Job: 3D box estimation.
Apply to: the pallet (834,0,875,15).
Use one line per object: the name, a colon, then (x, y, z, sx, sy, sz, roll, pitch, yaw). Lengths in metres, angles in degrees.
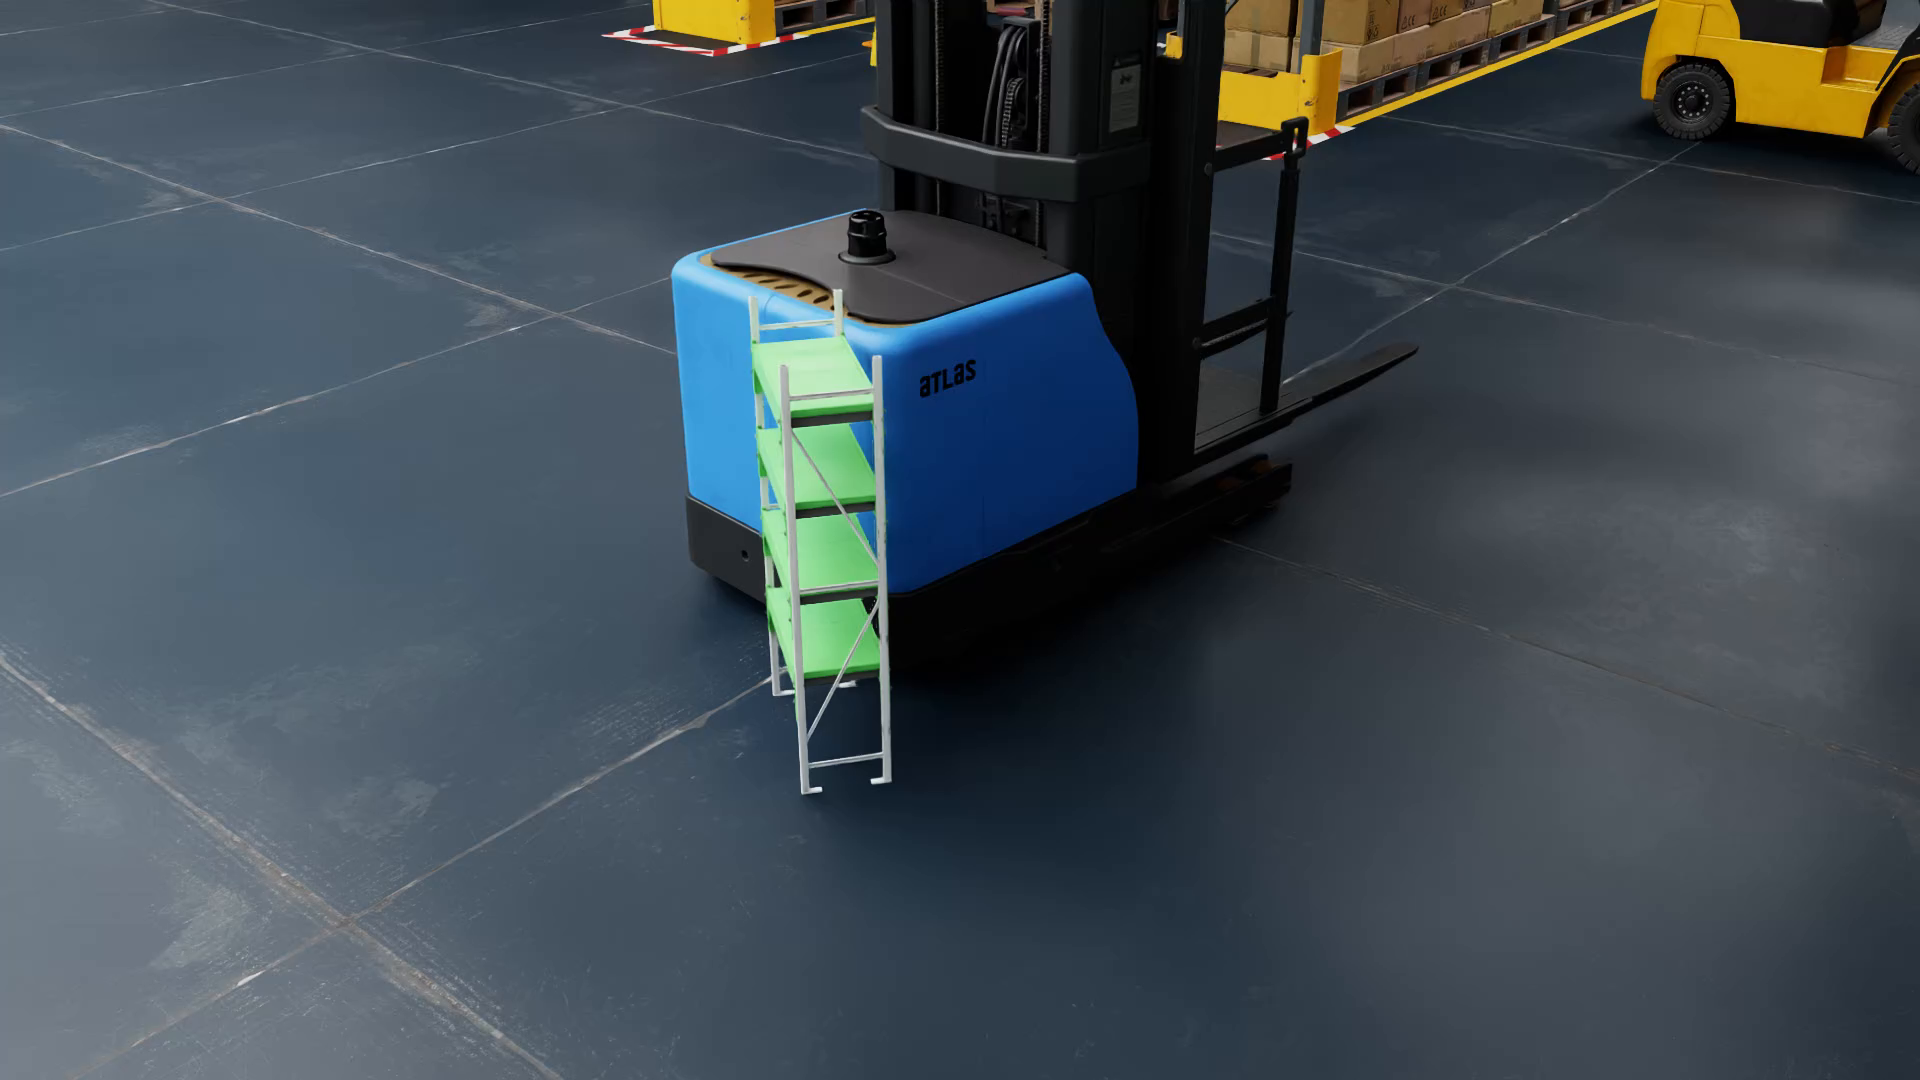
pallet: (-0.791, -5.030, 15.150, 1.003, 0.211, 1.213, 21, 34, 34)

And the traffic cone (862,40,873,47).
traffic cone: (-0.582, -4.178, 13.229, 0.336, 0.463, 0.334, 21, 34, 34)

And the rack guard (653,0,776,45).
rack guard: (-2.031, -4.413, 13.643, 1.175, 0.500, 0.348, 21, 34, 34)

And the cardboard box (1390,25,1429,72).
cardboard box: (2.925, -3.470, 11.635, 0.500, 0.250, 0.500, 22, 35, 36)

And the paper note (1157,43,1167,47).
paper note: (1.589, -3.971, 13.312, 0.142, 0.019, 0.148, -15, 31, -27)

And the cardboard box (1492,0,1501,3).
cardboard box: (3.921, -4.368, 12.555, 0.500, 0.500, 0.500, 21, 34, 35)

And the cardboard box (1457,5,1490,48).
cardboard box: (3.586, -3.846, 12.361, 0.500, 0.250, 0.500, 21, 34, 35)

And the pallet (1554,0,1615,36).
pallet: (4.906, -4.577, 14.274, 1.003, 0.211, 1.213, 21, 34, 34)

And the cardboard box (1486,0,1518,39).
cardboard box: (3.913, -4.025, 12.707, 0.500, 0.250, 0.500, 20, 33, 33)

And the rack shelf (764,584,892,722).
rack shelf: (-0.361, 0.280, 4.470, 0.258, 0.148, 0.480, -7, 28, -13)

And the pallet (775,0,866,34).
pallet: (-1.568, -4.600, 14.318, 1.003, 0.211, 1.213, 21, 34, 34)

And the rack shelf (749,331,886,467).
rack shelf: (-0.361, -0.359, 4.139, 0.258, 0.148, 0.480, -7, 28, -13)

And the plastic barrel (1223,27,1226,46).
plastic barrel: (2.014, -4.151, 13.220, 0.421, 0.421, 0.512, -5, 28, -9)

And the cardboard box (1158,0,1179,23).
cardboard box: (1.620, -4.769, 14.180, 0.797, 0.637, 0.503, 21, 34, 34)

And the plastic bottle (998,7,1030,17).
plastic bottle: (0.481, -4.591, 14.463, 0.283, 0.061, 0.133, 9, 29, 17)

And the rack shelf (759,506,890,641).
rack shelf: (-0.361, 0.067, 4.360, 0.258, 0.148, 0.480, -7, 28, -13)

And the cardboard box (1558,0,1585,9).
cardboard box: (4.744, -4.745, 13.967, 0.950, 0.372, 0.625, 21, 34, 35)

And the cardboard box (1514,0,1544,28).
cardboard box: (4.244, -4.216, 13.077, 0.500, 0.250, 0.500, 23, 35, 37)

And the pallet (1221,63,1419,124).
pallet: (2.460, -3.187, 11.587, 1.003, 0.211, 1.213, 21, 34, 34)

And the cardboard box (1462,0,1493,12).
cardboard box: (3.597, -4.187, 12.205, 0.500, 0.500, 0.500, 23, 35, 37)

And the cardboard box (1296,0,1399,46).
cardboard box: (2.609, -3.633, 11.134, 0.500, 0.500, 0.500, 19, 33, 33)

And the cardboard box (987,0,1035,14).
cardboard box: (0.333, -4.991, 14.756, 0.500, 0.500, 0.500, -21, 34, -35)

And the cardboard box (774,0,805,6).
cardboard box: (-1.636, -5.034, 13.979, 0.875, 0.875, 0.875, 21, 34, 35)

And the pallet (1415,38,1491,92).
pallet: (3.237, -3.618, 12.420, 1.003, 0.211, 1.213, 21, 34, 34)

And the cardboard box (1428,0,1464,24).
cardboard box: (3.264, -3.995, 11.834, 0.500, 0.500, 0.500, 22, 34, 35)

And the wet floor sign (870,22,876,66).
wet floor sign: (-0.507, -3.897, 12.487, 0.267, 0.644, 0.232, 15, 31, 26)

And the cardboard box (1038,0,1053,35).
cardboard box: (1.032, -4.375, 13.565, 0.797, 0.503, 0.637, 0, 27, 0)

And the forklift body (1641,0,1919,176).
forklift body: (5.499, -3.500, 10.081, 2.313, 2.155, 1.214, 21, 34, 34)

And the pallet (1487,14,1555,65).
pallet: (4.012, -4.052, 13.259, 1.003, 0.211, 1.213, 21, 34, 34)

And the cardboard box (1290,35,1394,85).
cardboard box: (2.594, -3.291, 11.289, 0.500, 0.250, 0.500, 20, 34, 34)

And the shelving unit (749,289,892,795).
shelving unit: (-0.361, 0.010, 4.330, 0.258, 1.200, 0.503, -7, 28, -13)

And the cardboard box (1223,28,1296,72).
cardboard box: (2.190, -3.460, 11.615, 0.500, 0.250, 0.500, 21, 34, 34)

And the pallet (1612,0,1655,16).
pallet: (5.682, -5.012, 15.114, 1.003, 0.211, 1.213, 21, 34, 34)

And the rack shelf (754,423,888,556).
rack shelf: (-0.361, -0.146, 4.249, 0.258, 0.148, 0.480, -7, 28, -13)

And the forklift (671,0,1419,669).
forklift: (0.529, -1.504, 5.374, 3.031, 2.935, 1.130, -24, 36, -38)

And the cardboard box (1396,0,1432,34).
cardboard box: (2.938, -3.820, 11.495, 0.500, 0.500, 0.500, 19, 33, 33)

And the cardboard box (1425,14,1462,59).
cardboard box: (3.262, -3.667, 12.016, 0.500, 0.250, 0.500, 24, 35, 38)

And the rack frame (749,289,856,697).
rack frame: (-0.421, -0.098, 4.540, 0.240, 1.200, 0.015, -7, 28, -13)

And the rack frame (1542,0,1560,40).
rack frame: (4.412, -5.539, 13.099, 1.000, 3.000, 0.127, 21, 34, 34)

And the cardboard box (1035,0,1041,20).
cardboard box: (0.856, -4.588, 14.236, 0.258, 0.266, 0.396, -21, 34, -35)

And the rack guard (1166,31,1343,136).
rack guard: (1.916, -3.038, 10.984, 1.175, 0.500, 0.348, 21, 34, 34)

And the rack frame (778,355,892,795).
rack frame: (-0.300, 0.119, 4.120, 0.240, 1.200, 0.015, -7, 28, -13)

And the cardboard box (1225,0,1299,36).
cardboard box: (2.176, -3.780, 11.417, 0.500, 0.500, 0.500, 21, 34, 35)

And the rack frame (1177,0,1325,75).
rack frame: (1.868, -4.121, 10.358, 1.000, 3.000, 0.127, 21, 34, 34)
